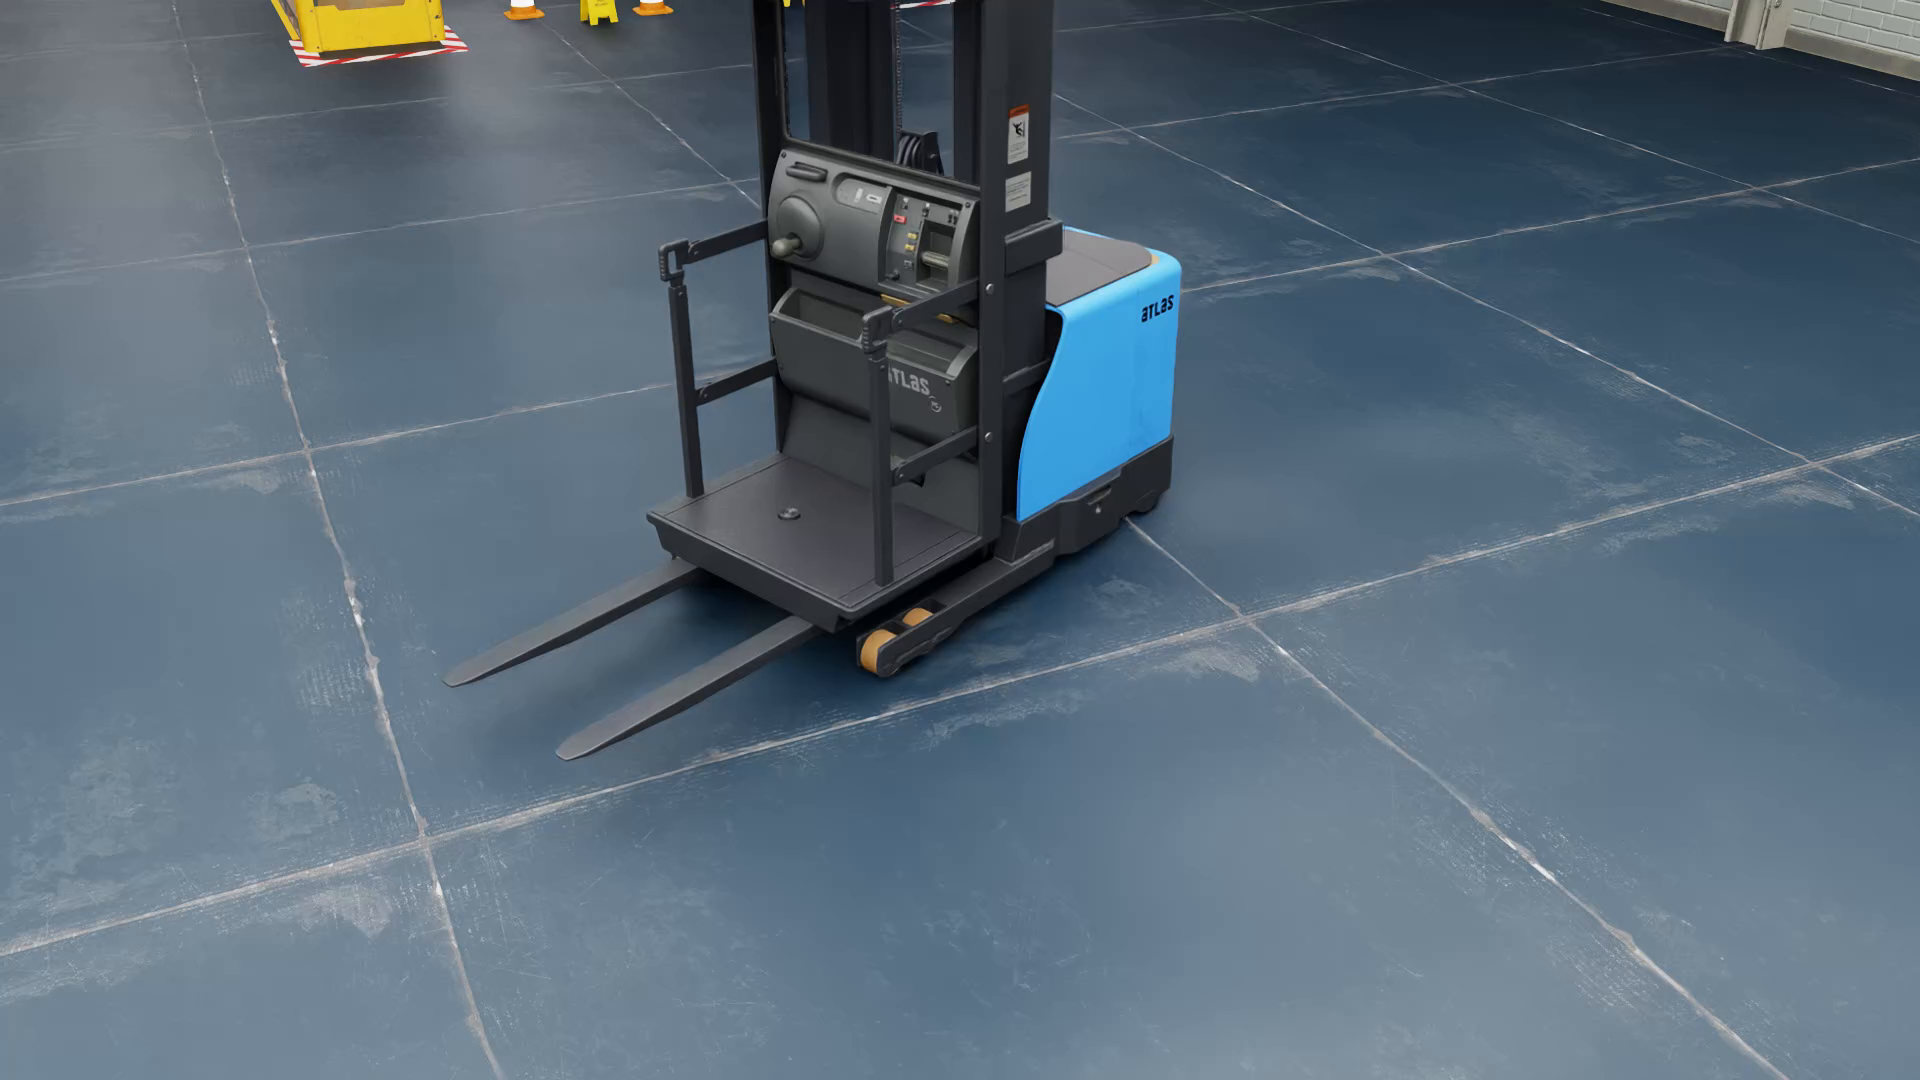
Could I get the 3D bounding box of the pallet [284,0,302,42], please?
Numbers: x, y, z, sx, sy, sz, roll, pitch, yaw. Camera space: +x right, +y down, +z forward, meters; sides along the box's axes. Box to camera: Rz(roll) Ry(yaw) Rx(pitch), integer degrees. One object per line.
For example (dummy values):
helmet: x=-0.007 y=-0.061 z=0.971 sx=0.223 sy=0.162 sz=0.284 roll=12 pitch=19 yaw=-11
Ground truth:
pallet: x=-5.514 y=-4.769 z=15.039 sx=1.003 sy=0.211 sz=1.213 roll=-13 pitch=32 yaw=-22

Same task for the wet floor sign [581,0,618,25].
wet floor sign: x=-3.299 y=-5.025 z=15.051 sx=0.267 sy=0.644 sz=0.232 roll=-19 pitch=35 yaw=-30

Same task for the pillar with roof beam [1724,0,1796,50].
pillar with roof beam: x=3.012 y=-7.336 z=10.632 sx=9.100 sy=9.000 sz=0.400 roll=-13 pitch=32 yaw=-22

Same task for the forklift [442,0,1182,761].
forklift: x=-0.459 y=-1.073 z=5.666 sx=1.130 sy=2.935 sz=3.031 roll=23 pitch=37 yaw=35

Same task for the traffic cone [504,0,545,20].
traffic cone: x=-4.045 y=-5.075 z=15.327 sx=0.336 sy=0.463 sz=0.334 roll=-13 pitch=32 yaw=-22

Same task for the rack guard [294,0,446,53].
rack guard: x=-5.090 y=-4.548 z=14.349 sx=1.175 sy=0.500 sz=0.348 roll=-13 pitch=32 yaw=-22

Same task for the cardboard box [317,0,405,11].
cardboard box: x=-5.451 y=-5.191 z=14.683 sx=0.875 sy=0.875 sz=0.875 roll=-13 pitch=32 yaw=-22

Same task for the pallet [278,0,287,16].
pallet: x=-6.034 y=-5.307 z=15.999 sx=1.003 sy=0.211 sz=1.213 roll=-13 pitch=32 yaw=-22

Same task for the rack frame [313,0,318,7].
rack frame: x=-5.100 y=-5.649 z=13.757 sx=1.000 sy=3.000 sz=0.127 roll=-13 pitch=32 yaw=-22

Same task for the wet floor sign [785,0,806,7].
wet floor sign: x=-1.557 y=-5.397 z=15.715 sx=0.267 sy=0.644 sz=0.232 roll=-3 pitch=29 yaw=-5

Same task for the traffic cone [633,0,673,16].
traffic cone: x=-2.879 y=-5.162 z=15.483 sx=0.336 sy=0.463 sz=0.334 roll=-13 pitch=32 yaw=-22
